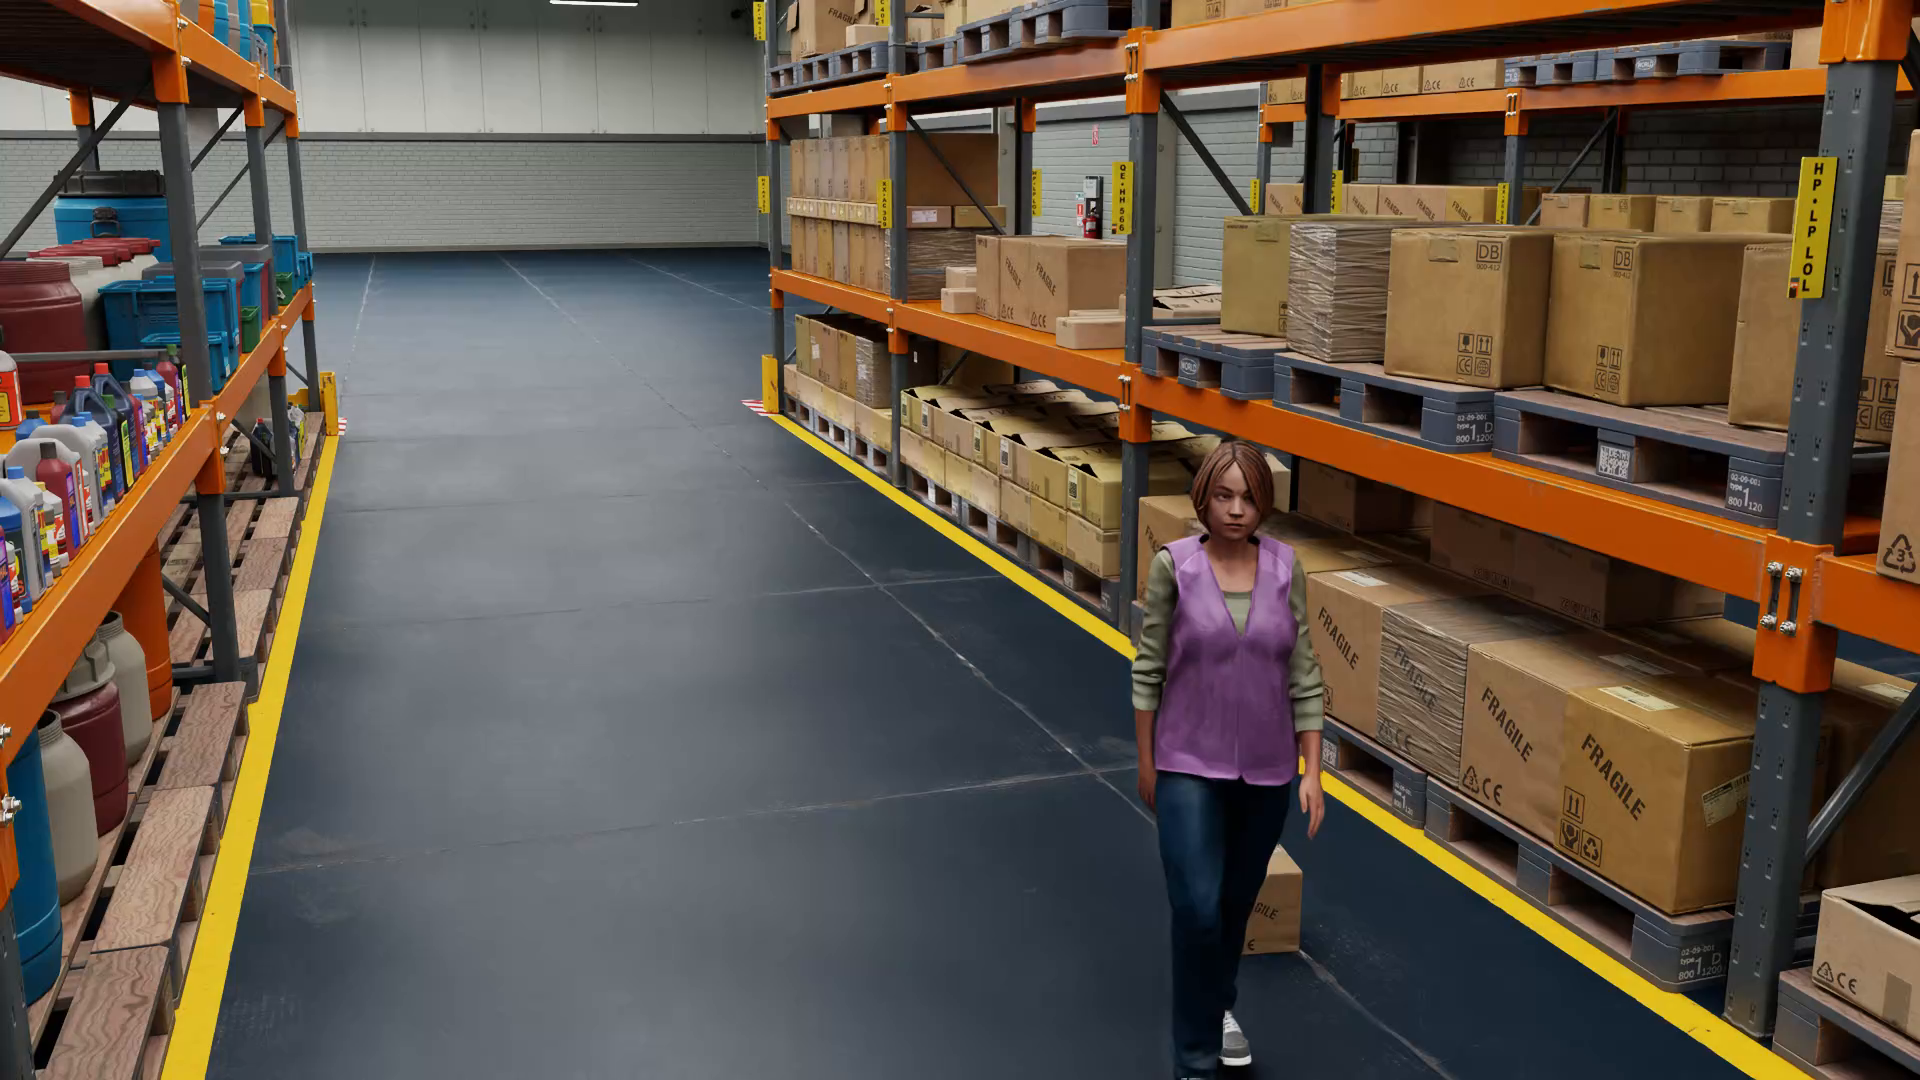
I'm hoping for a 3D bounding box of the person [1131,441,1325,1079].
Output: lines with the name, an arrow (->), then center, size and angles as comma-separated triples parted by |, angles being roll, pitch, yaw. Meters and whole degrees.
person -> 0.632, 0.587, 3.932 | 0.424, 1.637, 0.584 | -2, 13, -7
